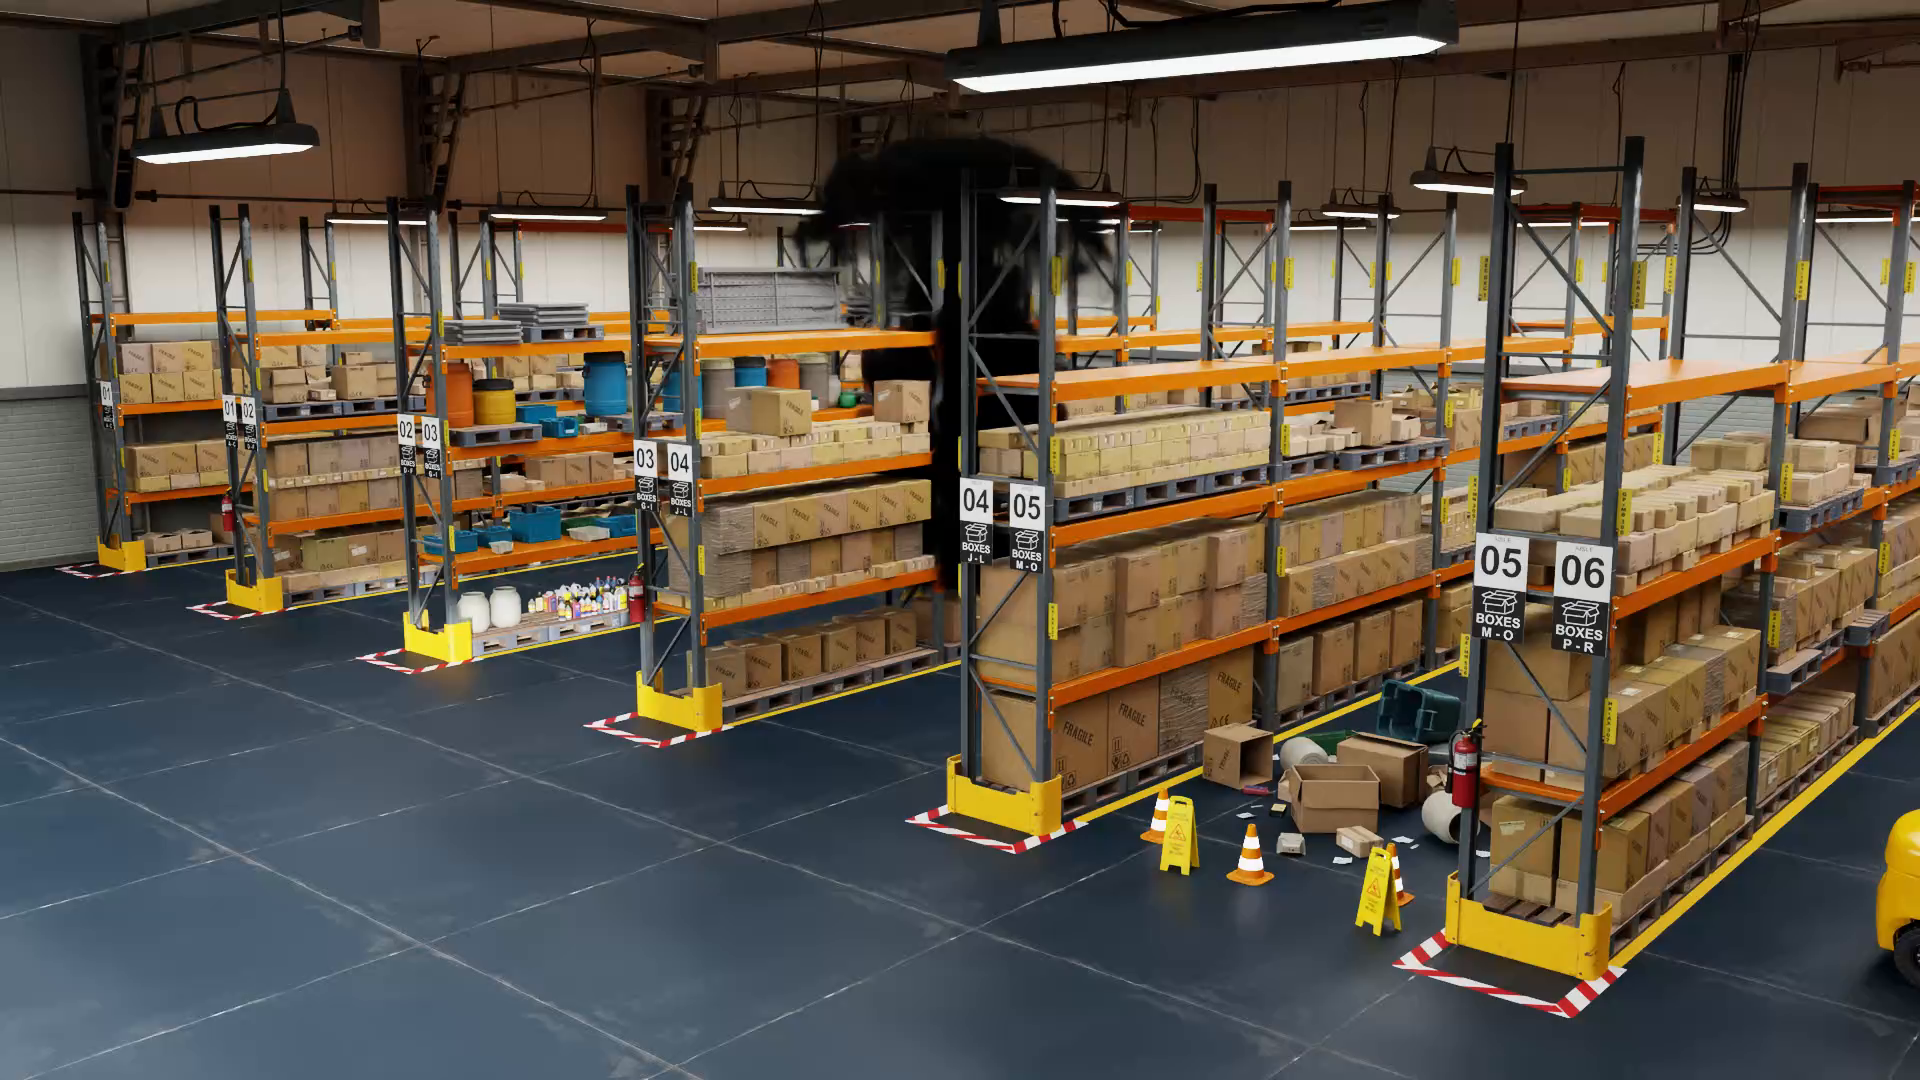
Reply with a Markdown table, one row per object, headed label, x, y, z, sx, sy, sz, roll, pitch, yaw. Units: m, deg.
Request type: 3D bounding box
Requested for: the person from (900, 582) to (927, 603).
| label | x | y | z | sx | sy | sz | roll | pitch | yaw |
| --- | --- | --- | --- | --- | --- | --- | --- | --- | --- |
| person | -0.745 | 0.151 | 25.451 | 0.672 | 1.658 | 0.720 | 5 | 11 | 25 |
